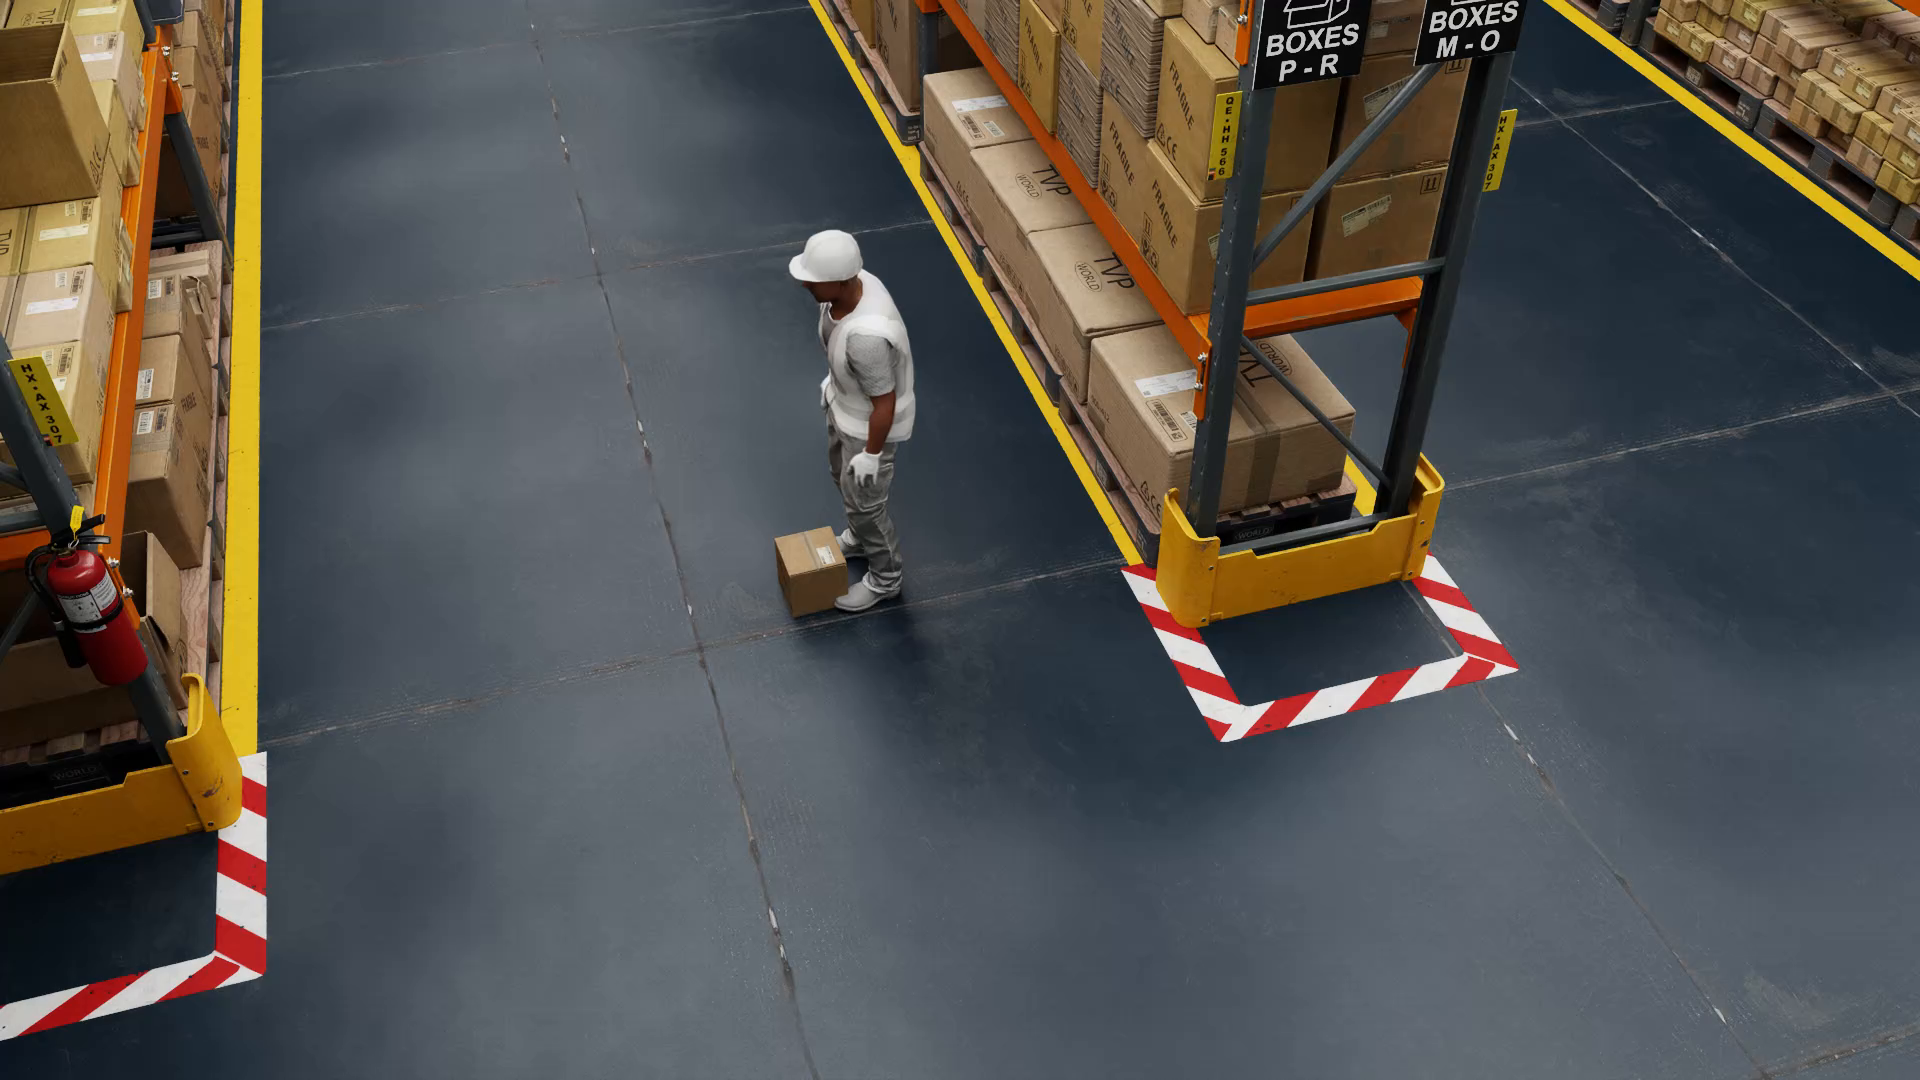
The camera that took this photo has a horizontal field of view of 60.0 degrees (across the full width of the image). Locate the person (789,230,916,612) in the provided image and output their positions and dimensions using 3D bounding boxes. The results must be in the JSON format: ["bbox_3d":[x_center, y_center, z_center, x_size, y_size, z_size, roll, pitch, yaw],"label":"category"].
[{"bbox_3d":[-0.420,-0.490,6.698,0.449,1.774,0.617,-12,43,-13],"label":"person"}]
